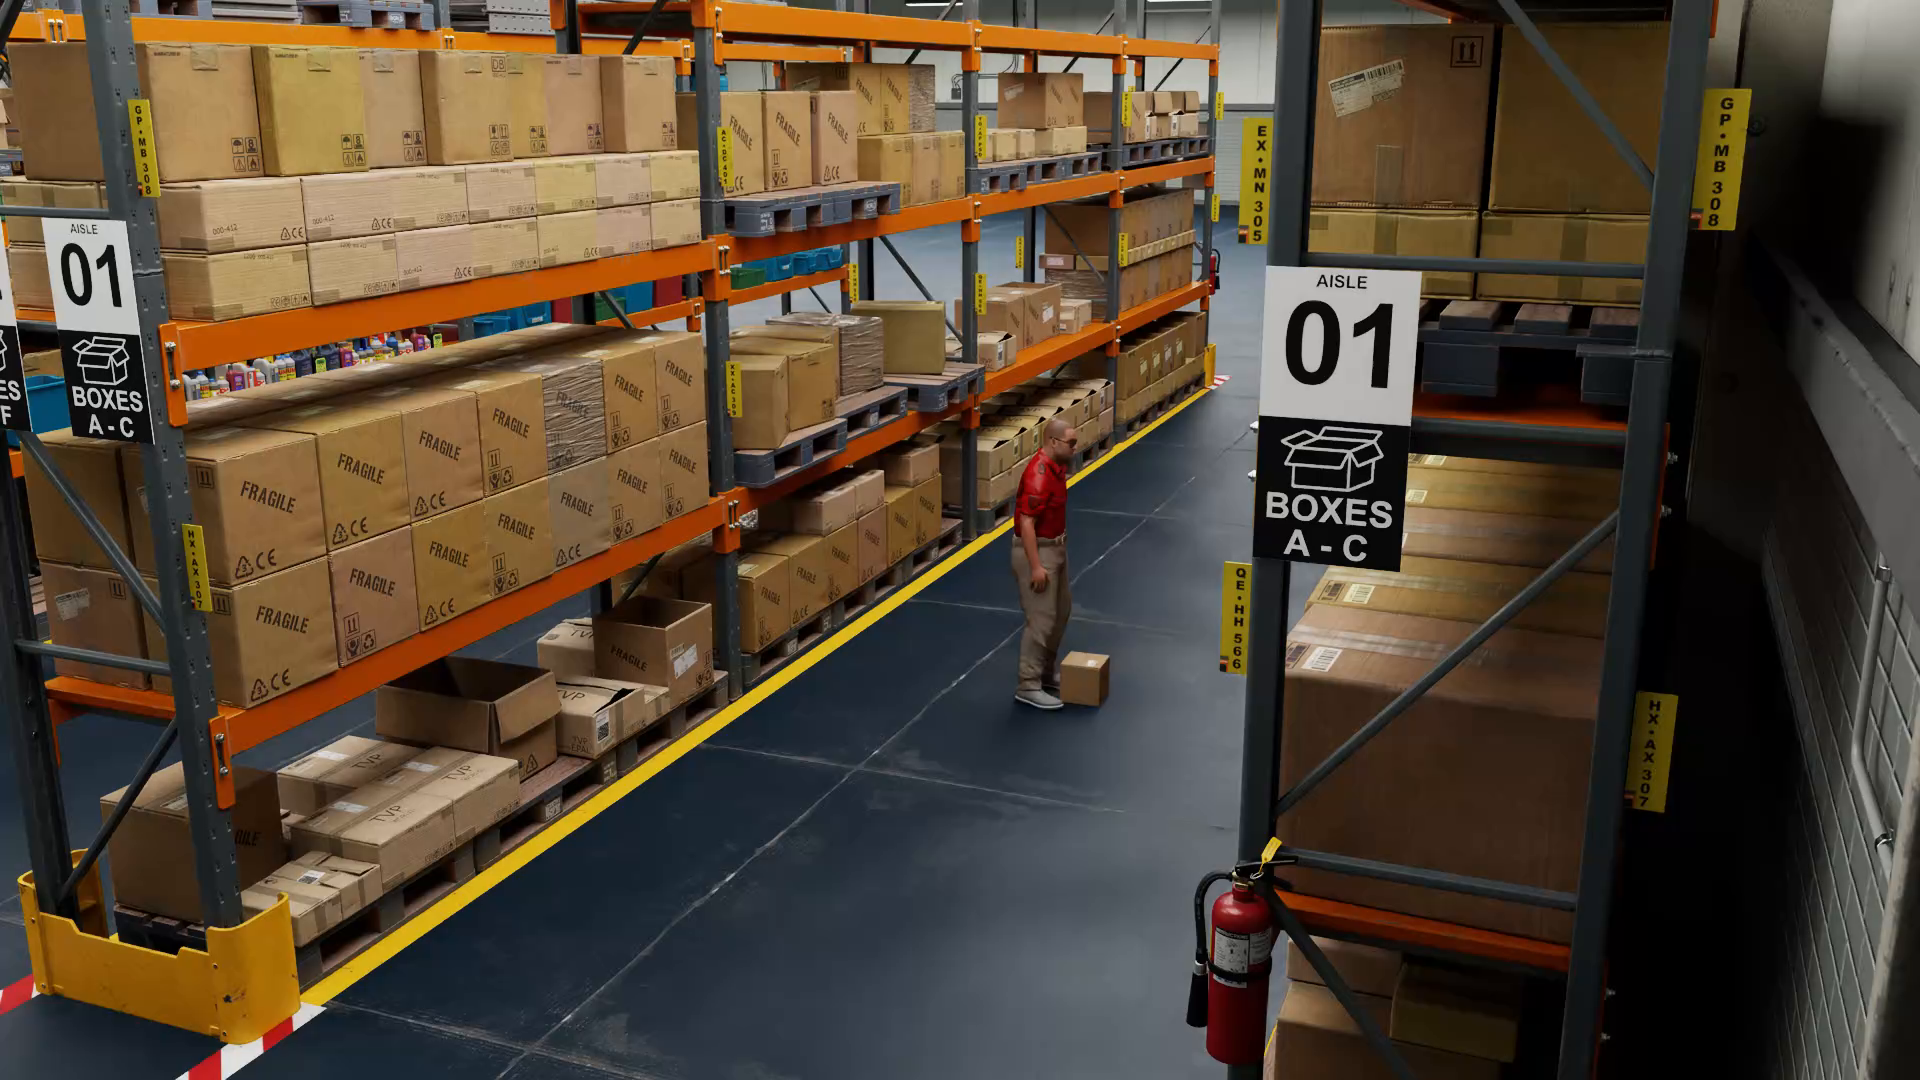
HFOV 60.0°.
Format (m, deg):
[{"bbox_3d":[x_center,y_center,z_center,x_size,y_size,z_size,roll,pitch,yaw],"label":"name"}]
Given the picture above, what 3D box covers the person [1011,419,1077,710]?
[{"bbox_3d":[0.523,0.119,10.116,0.393,1.725,0.594,5,16,18],"label":"person"}]
